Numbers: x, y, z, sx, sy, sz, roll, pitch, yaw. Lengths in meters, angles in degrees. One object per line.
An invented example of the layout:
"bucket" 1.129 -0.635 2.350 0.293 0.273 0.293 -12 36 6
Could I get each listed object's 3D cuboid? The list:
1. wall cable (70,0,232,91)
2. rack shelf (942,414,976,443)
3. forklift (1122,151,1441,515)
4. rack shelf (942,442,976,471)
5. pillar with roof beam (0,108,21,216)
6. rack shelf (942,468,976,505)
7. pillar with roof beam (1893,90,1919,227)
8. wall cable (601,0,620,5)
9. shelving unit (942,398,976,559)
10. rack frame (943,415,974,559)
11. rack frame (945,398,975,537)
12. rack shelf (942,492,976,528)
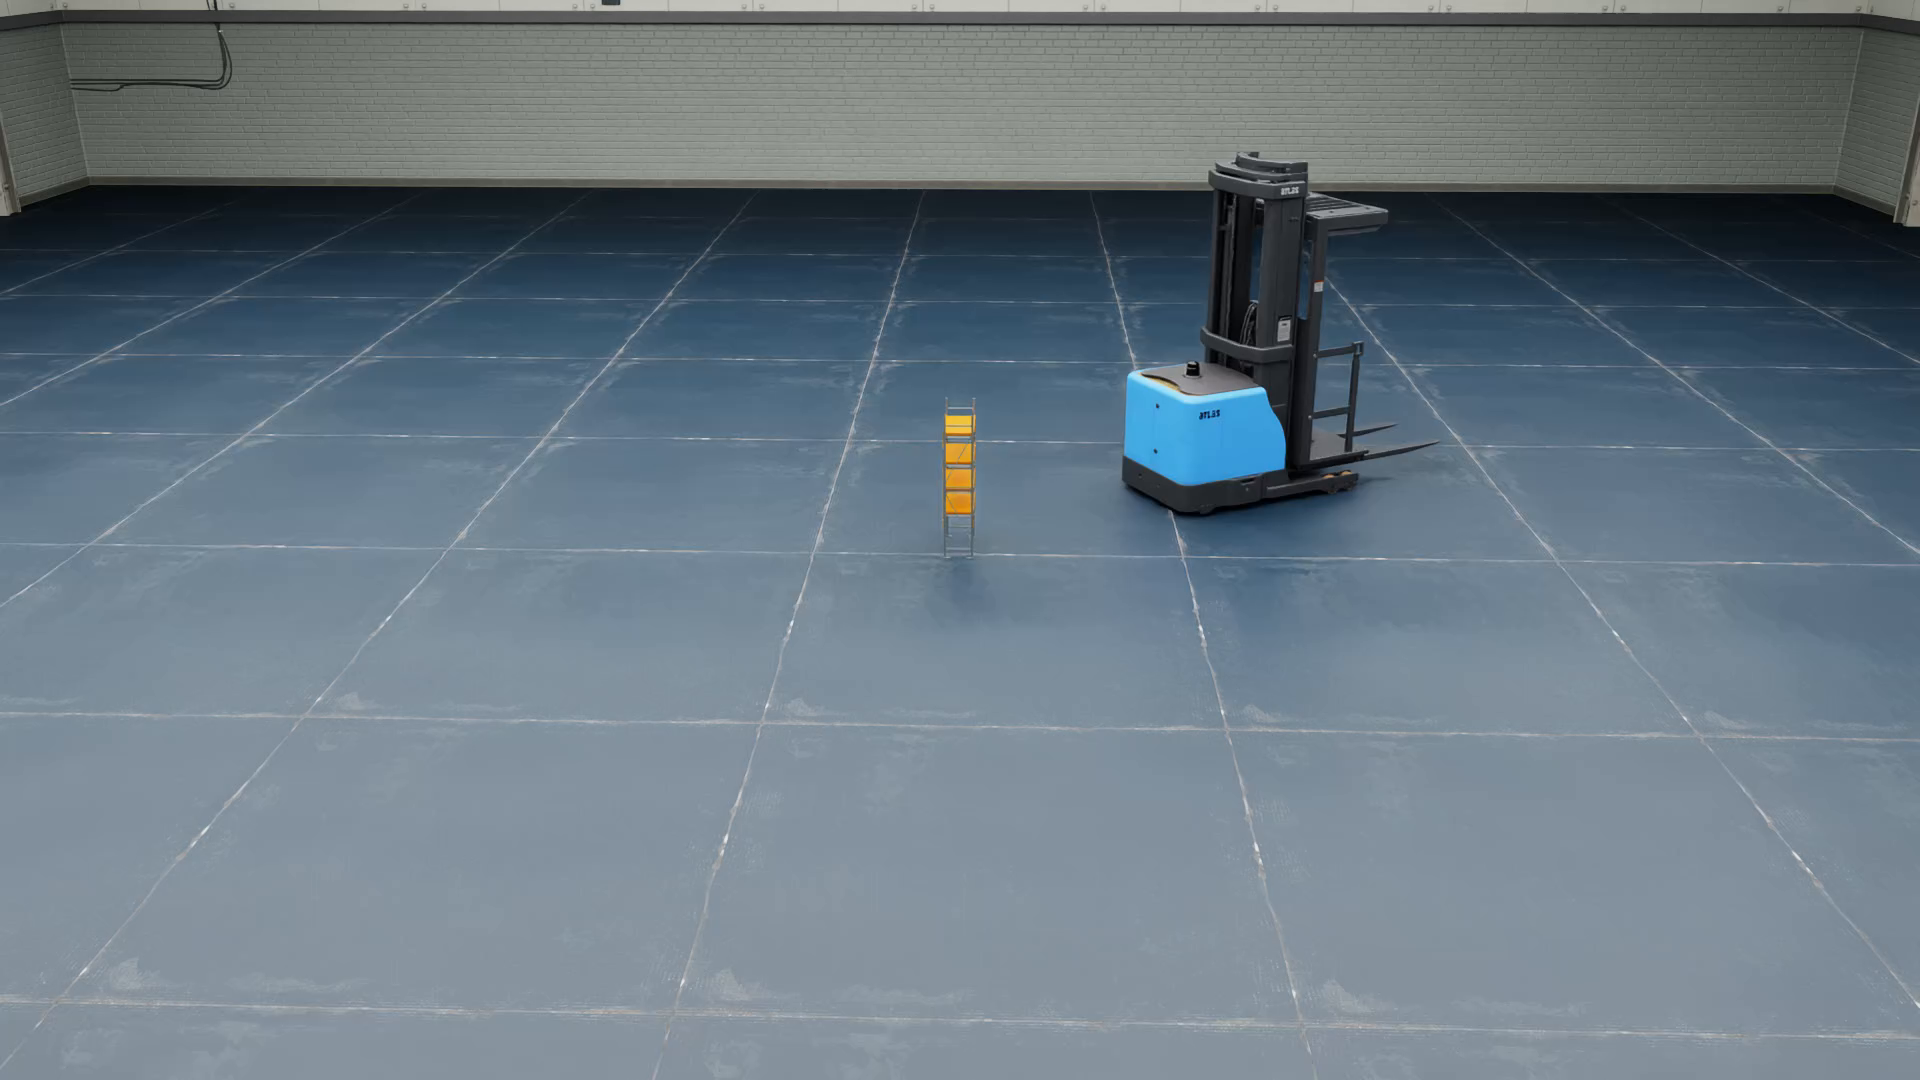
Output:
"wall cable" -14.633 -9.287 29.611 3.097 2.526 0.112 1 21 2
"rack shelf" -0.005 -0.866 13.309 0.258 0.148 0.480 1 21 2
"forklift" 3.012 -1.941 14.773 3.031 2.935 1.130 -11 24 -25
"rack shelf" -0.005 -0.645 13.394 0.258 0.148 0.480 1 21 2
"pillar with roof beam" -11.741 -9.637 26.219 9.100 9.000 0.400 1 21 2
"rack shelf" -0.005 -0.437 13.475 0.258 0.148 0.480 1 21 2
"pillar with roof beam" 11.138 -9.385 25.570 9.100 9.000 0.400 1 21 2
"wall cable" -5.145 -12.210 28.150 2.305 6.003 0.169 1 21 2
"shelving unit" -0.005 -0.500 13.451 0.258 1.200 0.503 1 21 2
"rack frame" -0.012 -0.411 13.224 0.240 1.200 0.015 1 21 2
"rack frame" 0.002 -0.588 13.678 0.240 1.200 0.015 1 21 2
"rack shelf" -0.005 -0.252 13.547 0.258 0.148 0.480 1 21 2
